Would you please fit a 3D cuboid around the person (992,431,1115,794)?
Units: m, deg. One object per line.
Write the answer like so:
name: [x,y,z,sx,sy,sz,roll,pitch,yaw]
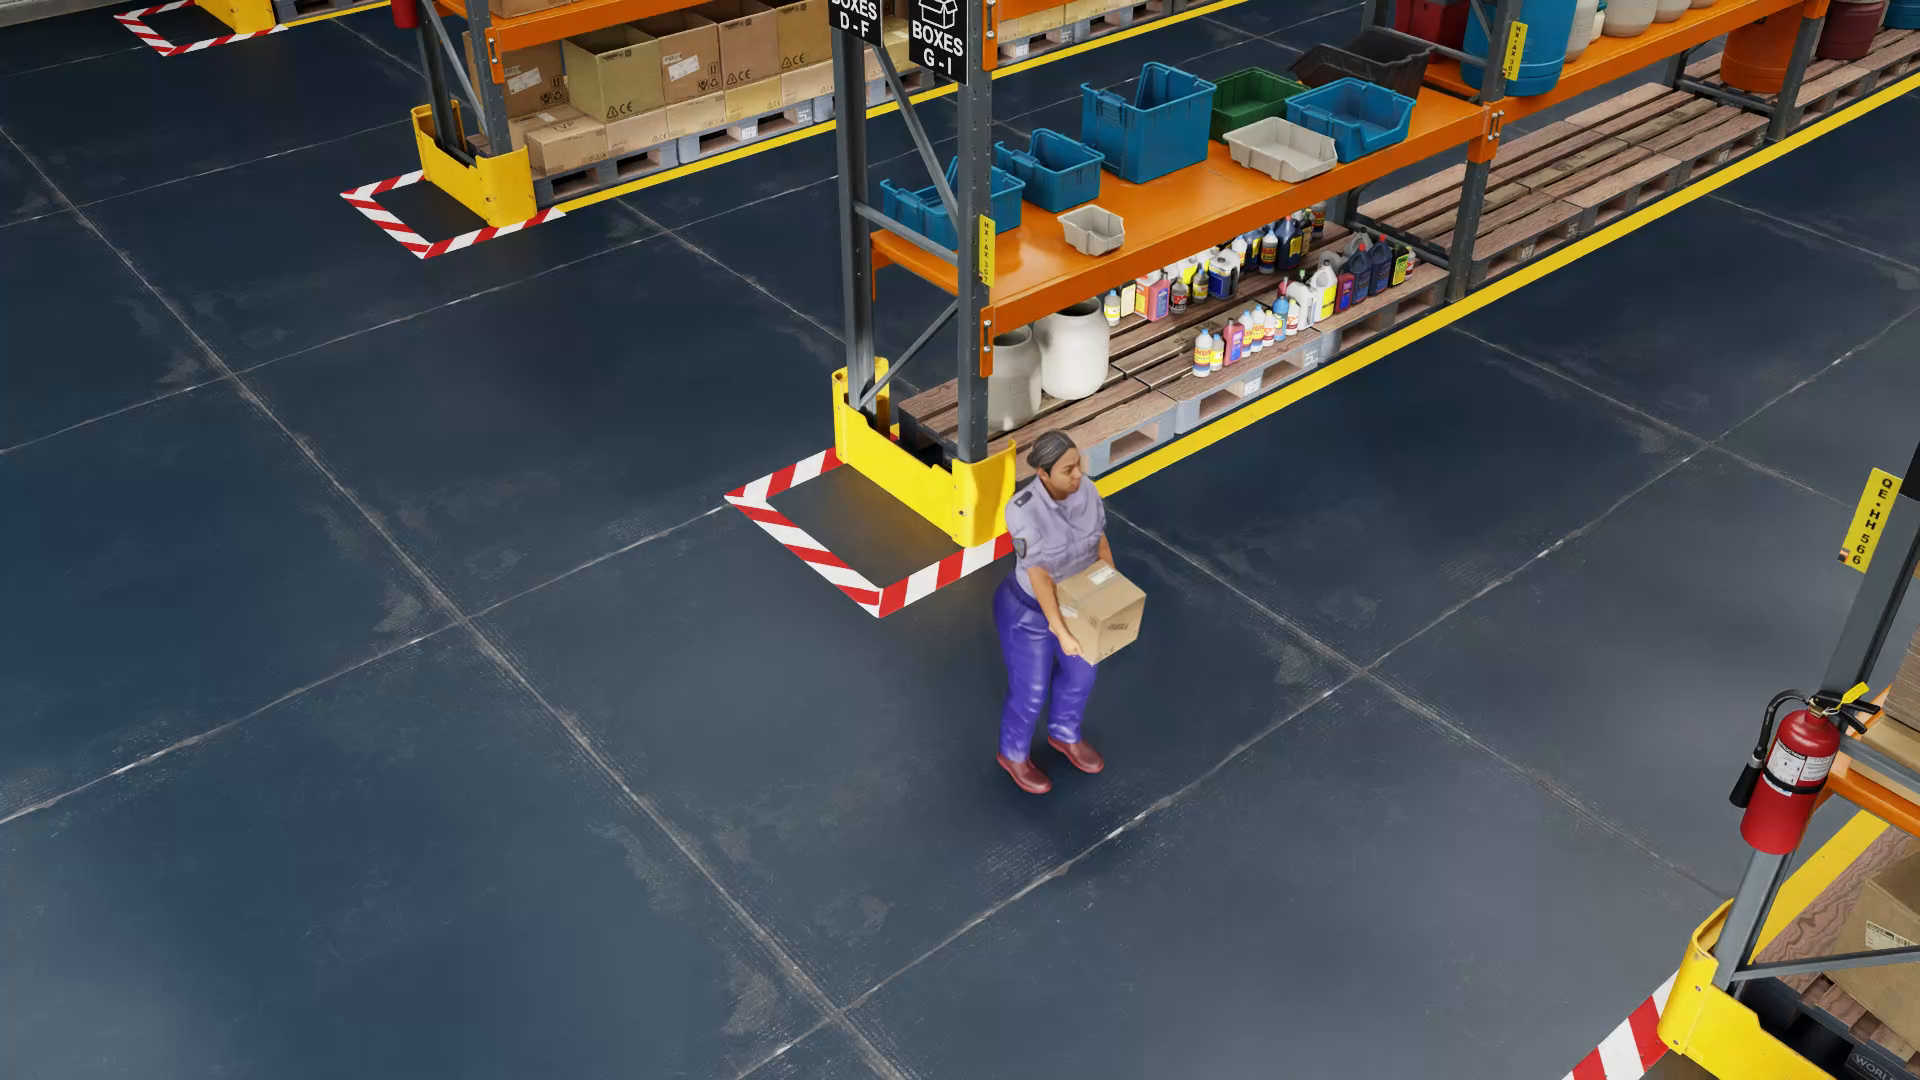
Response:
person: [0.416,0.313,6.680,0.435,1.634,0.525,-27,44,-32]
